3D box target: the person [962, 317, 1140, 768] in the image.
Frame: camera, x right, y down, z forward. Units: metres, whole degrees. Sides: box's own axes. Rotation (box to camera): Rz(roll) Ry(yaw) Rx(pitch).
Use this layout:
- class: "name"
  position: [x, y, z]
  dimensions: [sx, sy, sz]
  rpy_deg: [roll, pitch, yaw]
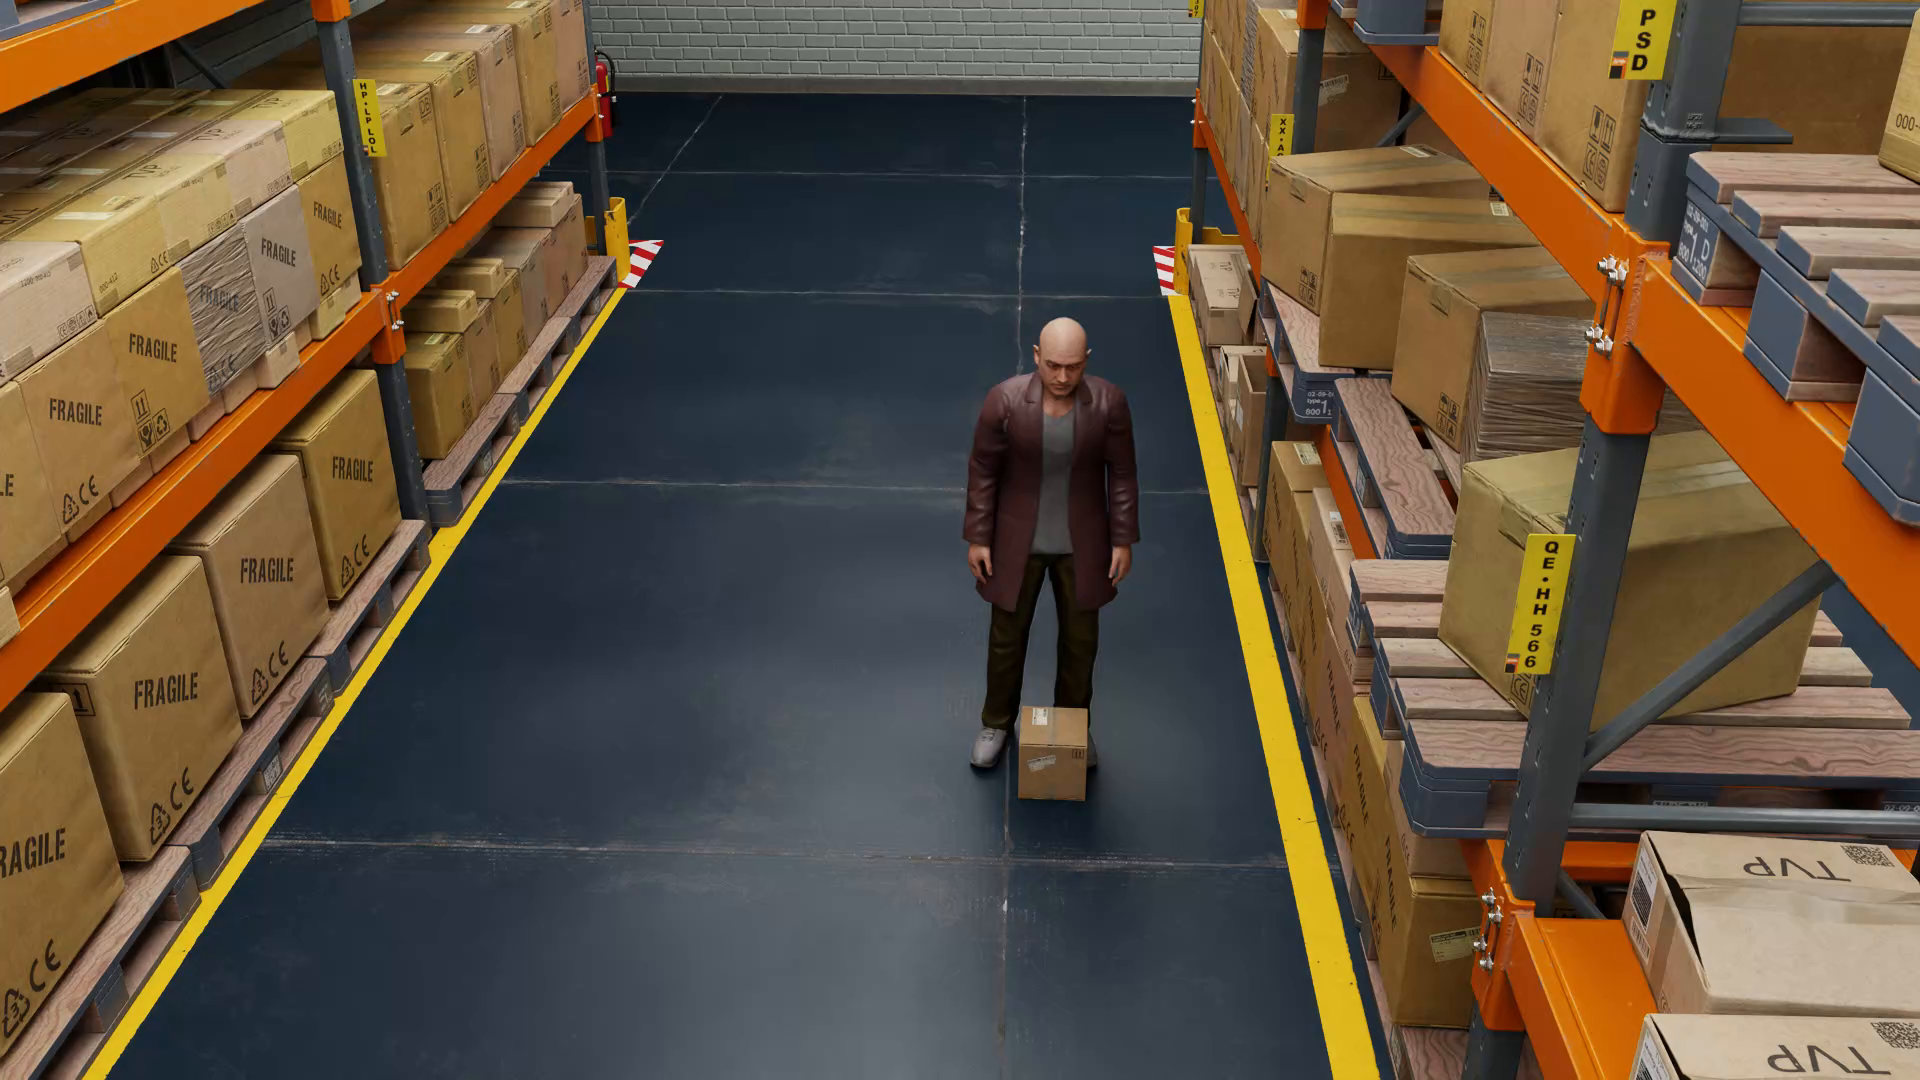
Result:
- class: "person"
  position: [0.334, 0.012, 6.114]
  dimensions: [0.652, 1.774, 0.420]
  rpy_deg: [0, 28, 1]
